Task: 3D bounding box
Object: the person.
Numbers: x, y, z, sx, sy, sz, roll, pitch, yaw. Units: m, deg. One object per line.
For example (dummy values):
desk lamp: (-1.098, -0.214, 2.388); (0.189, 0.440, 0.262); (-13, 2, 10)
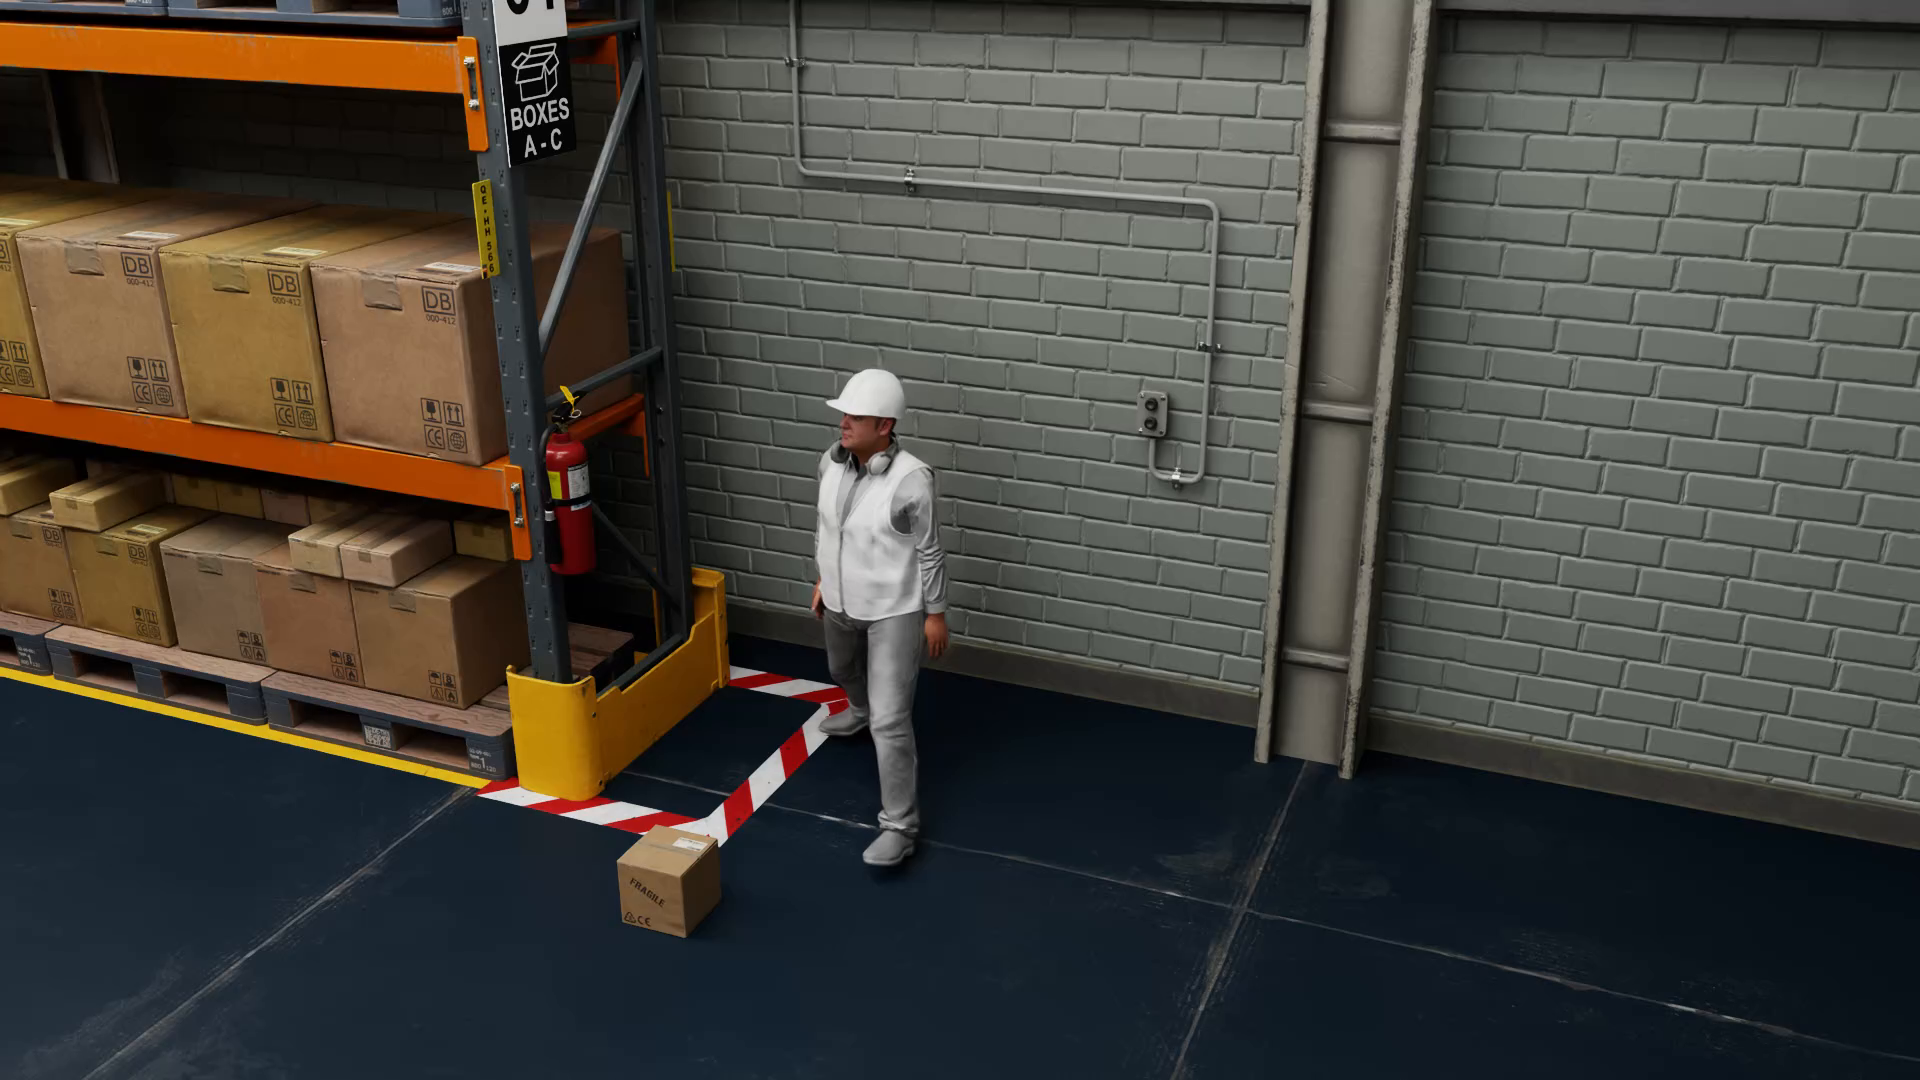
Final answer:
person: (-0.350, 0.201, 6.105); (0.909, 1.731, 0.869); (18, 28, 37)
